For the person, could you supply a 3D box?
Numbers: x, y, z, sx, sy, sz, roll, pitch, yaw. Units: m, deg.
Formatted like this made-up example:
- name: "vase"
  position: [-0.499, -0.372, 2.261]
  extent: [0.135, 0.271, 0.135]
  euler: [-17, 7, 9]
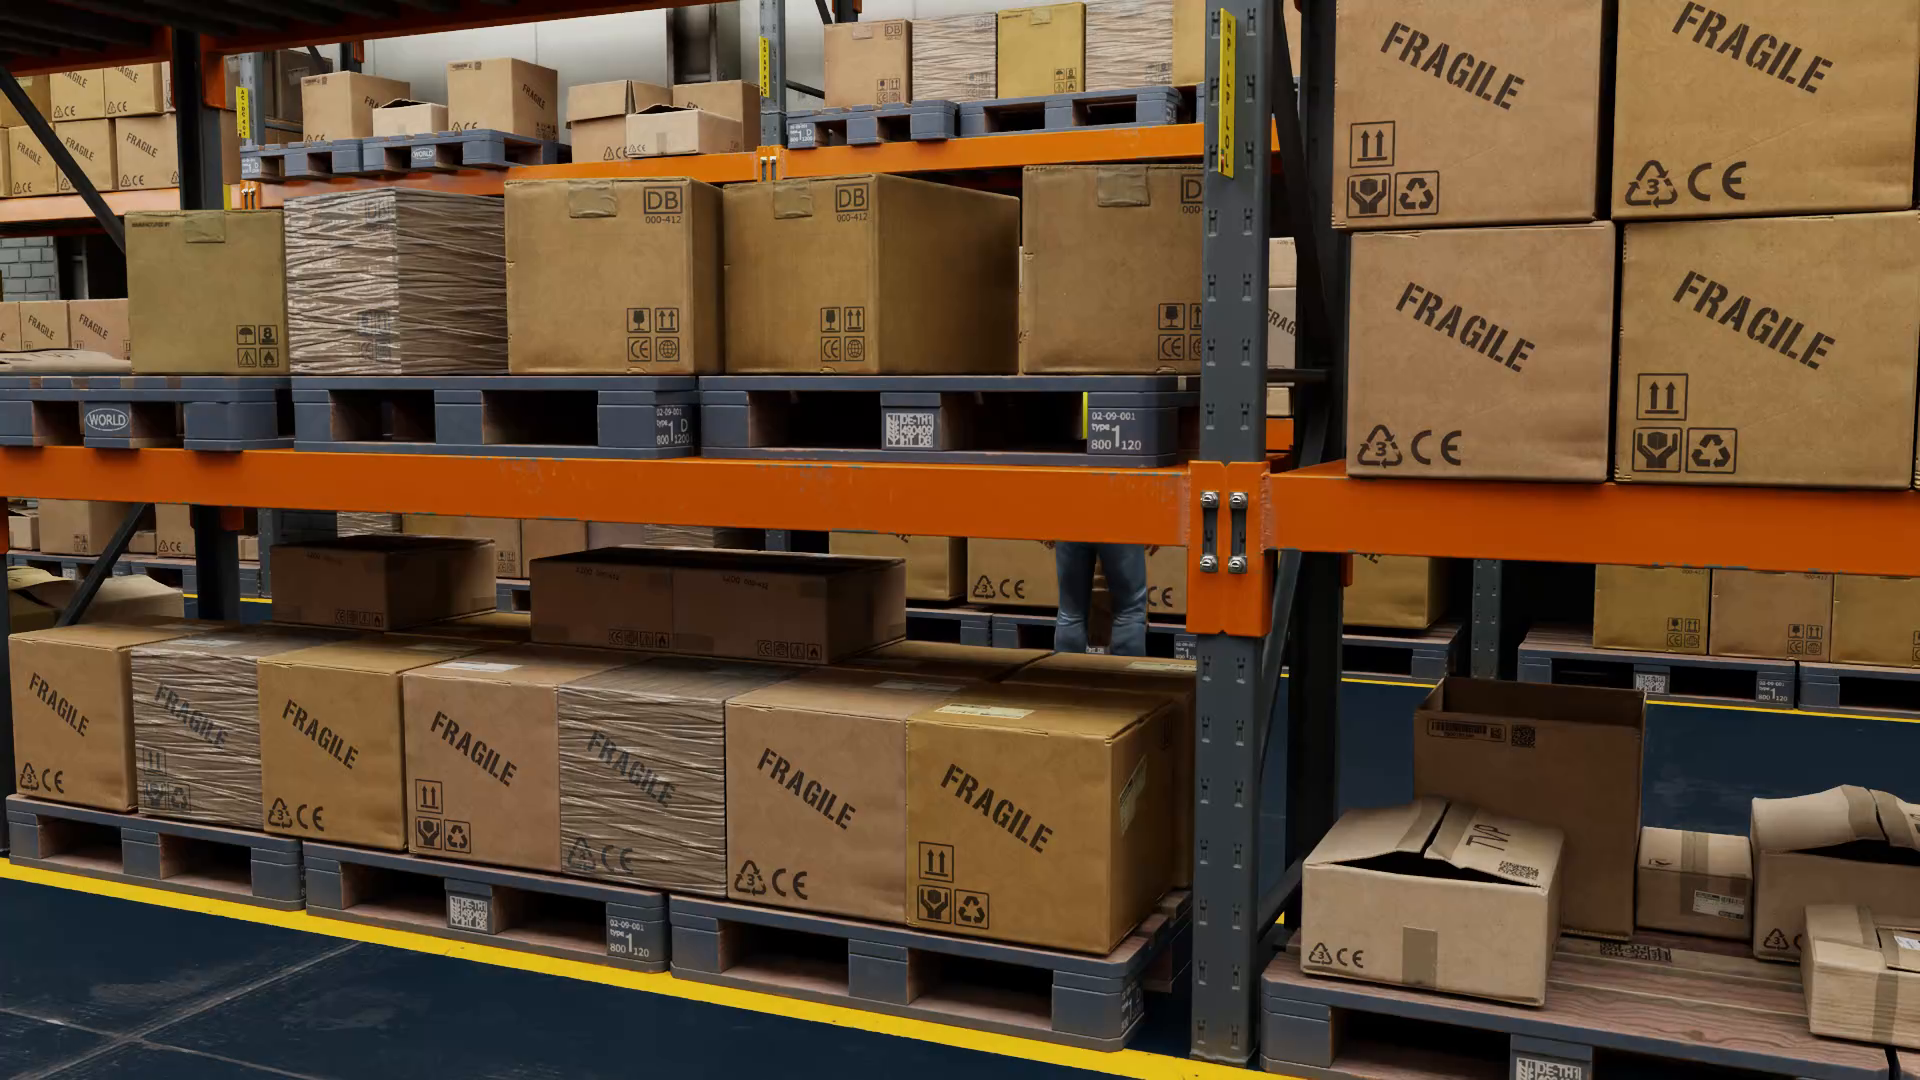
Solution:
- name: "person"
  position: [0.605, -0.083, 7.294]
  extent: [0.594, 1.764, 0.435]
  euler: [2, 6, 22]
